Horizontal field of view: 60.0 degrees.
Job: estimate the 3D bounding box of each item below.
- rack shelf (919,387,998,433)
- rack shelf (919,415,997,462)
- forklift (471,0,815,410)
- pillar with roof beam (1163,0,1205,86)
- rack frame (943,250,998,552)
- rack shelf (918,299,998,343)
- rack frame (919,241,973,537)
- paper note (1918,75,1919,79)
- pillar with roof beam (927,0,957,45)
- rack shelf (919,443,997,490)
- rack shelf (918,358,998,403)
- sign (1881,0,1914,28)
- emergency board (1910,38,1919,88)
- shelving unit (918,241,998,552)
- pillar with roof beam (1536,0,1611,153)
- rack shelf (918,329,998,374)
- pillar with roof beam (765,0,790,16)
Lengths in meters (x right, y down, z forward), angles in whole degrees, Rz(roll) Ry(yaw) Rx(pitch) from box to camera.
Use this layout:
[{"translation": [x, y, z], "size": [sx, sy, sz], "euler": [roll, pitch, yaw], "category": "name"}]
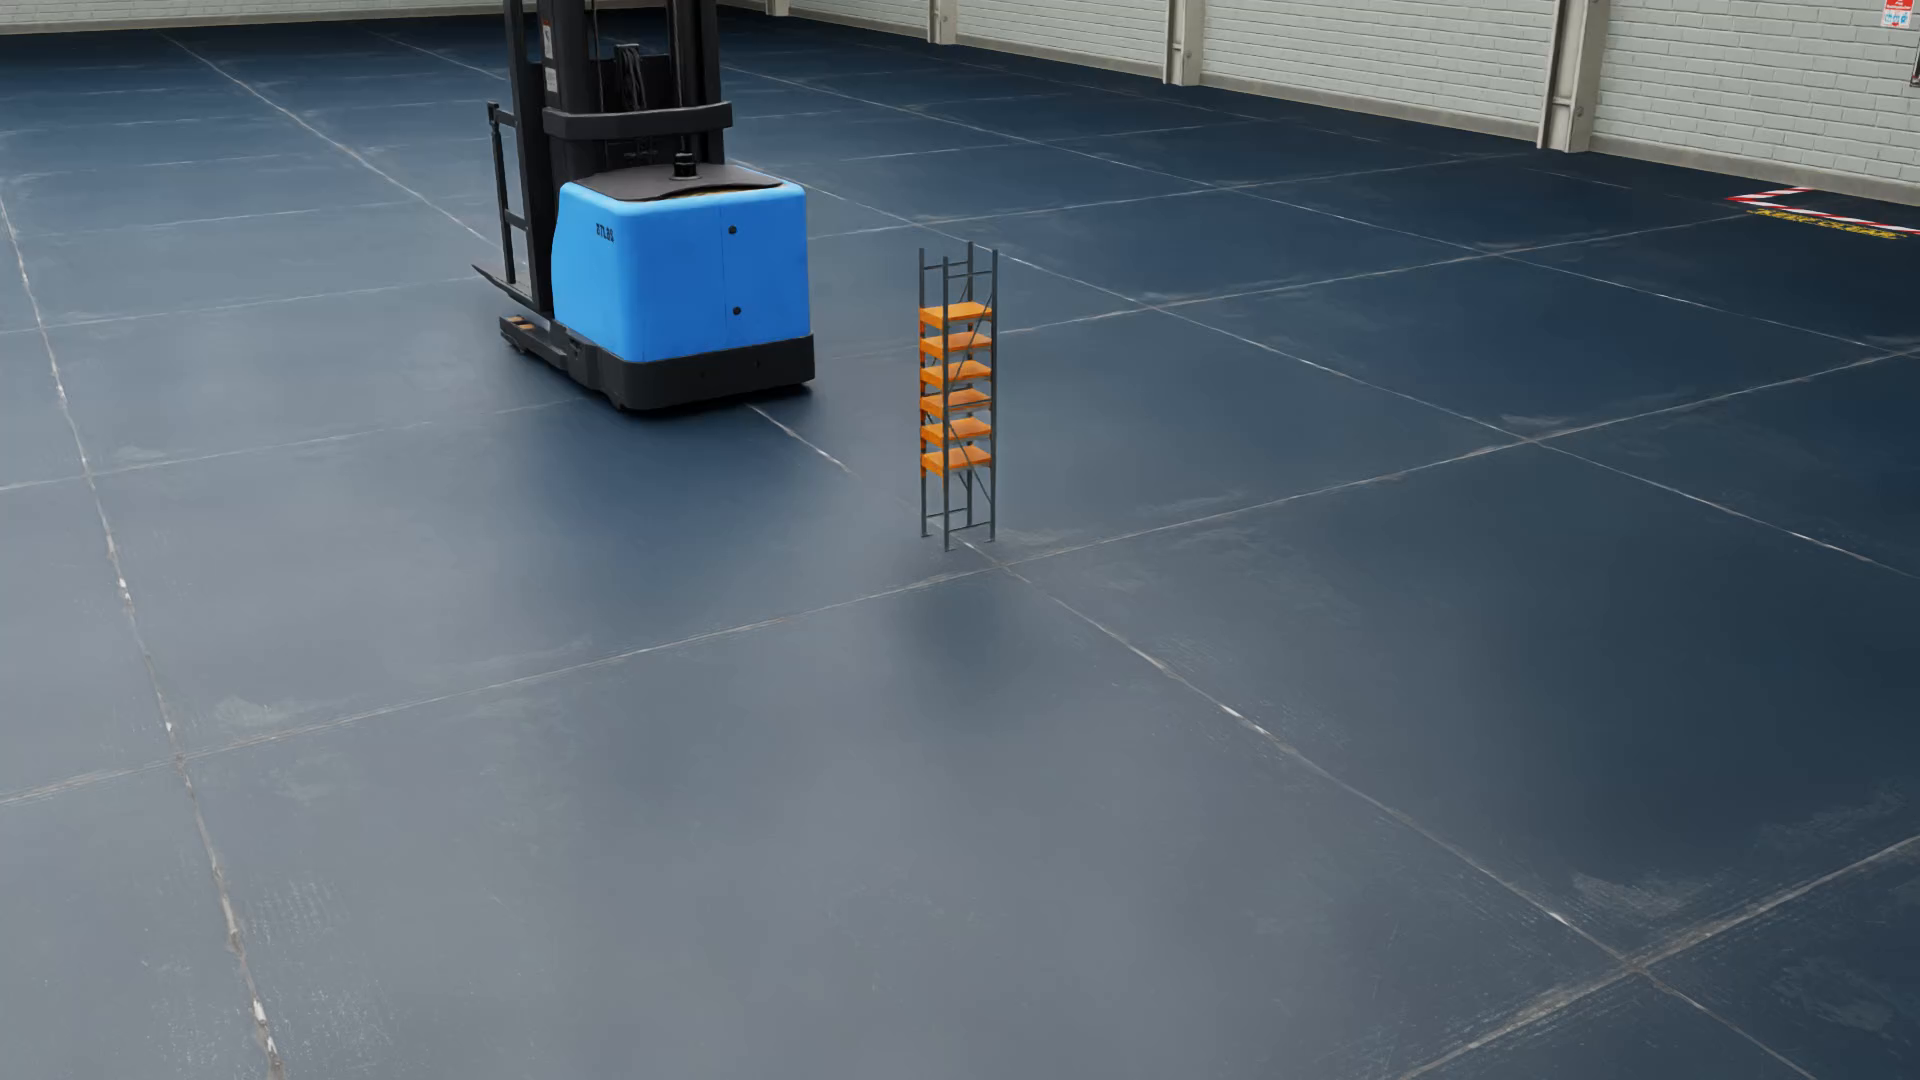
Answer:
[{"translation": [-0.007, -0.519, 6.614], "size": [0.258, 0.103, 0.180], "euler": [-13, 25, -28], "category": "rack shelf"}, {"translation": [-0.007, -0.408, 6.659], "size": [0.258, 0.103, 0.180], "euler": [-13, 25, -28], "category": "rack shelf"}, {"translation": [-1.988, -2.502, 9.074], "size": [1.130, 2.935, 3.031], "euler": [-14, 26, -30], "category": "forklift"}, {"translation": [-0.907, -9.082, 17.204], "size": [9.100, 9.000, 0.400], "euler": [-13, 25, -28], "category": "pillar with roof beam"}, {"translation": [0.039, -0.531, 6.524], "size": [0.240, 1.200, 0.006], "euler": [-13, 25, -28], "category": "rack frame"}, {"translation": [-0.007, -0.853, 6.478], "size": [0.258, 0.103, 0.180], "euler": [-13, 25, -28], "category": "rack shelf"}, {"translation": [-0.054, -0.590, 6.670], "size": [0.240, 1.200, 0.006], "euler": [-13, 25, -28], "category": "rack frame"}, {"translation": [7.663, -3.716, 13.140], "size": [0.016, 0.148, 0.142], "euler": [-13, 25, -28], "category": "paper note"}, {"translation": [-3.972, -11.024, 21.983], "size": [9.100, 9.000, 0.400], "euler": [-13, 25, -28], "category": "pillar with roof beam"}, {"translation": [-0.007, -0.297, 6.704], "size": [0.258, 0.103, 0.180], "euler": [-13, 25, -28], "category": "rack shelf"}, {"translation": [-0.007, -0.631, 6.569], "size": [0.258, 0.103, 0.180], "euler": [-13, 25, -28], "category": "rack shelf"}, {"translation": [7.500, -4.269, 13.283], "size": [0.001, 0.329, 0.234], "euler": [-13, 25, -28], "category": "sign"}, {"translation": [7.705, -4.060, 12.816], "size": [0.157, 1.169, 0.626], "euler": [-13, 25, -28], "category": "emergency board"}, {"translation": [-0.007, -0.561, 6.597], "size": [0.258, 1.200, 0.189], "euler": [-13, 25, -28], "category": "shelving unit"}, {"translation": [2.157, -7.139, 12.426], "size": [9.100, 9.000, 0.400], "euler": [-13, 25, -28], "category": "pillar with roof beam"}, {"translation": [-0.007, -0.742, 6.523], "size": [0.258, 0.103, 0.180], "euler": [-13, 25, -28], "category": "rack shelf"}, {"translation": [-7.037, -12.966, 26.761], "size": [9.100, 9.000, 0.400], "euler": [-13, 25, -28], "category": "pillar with roof beam"}]
